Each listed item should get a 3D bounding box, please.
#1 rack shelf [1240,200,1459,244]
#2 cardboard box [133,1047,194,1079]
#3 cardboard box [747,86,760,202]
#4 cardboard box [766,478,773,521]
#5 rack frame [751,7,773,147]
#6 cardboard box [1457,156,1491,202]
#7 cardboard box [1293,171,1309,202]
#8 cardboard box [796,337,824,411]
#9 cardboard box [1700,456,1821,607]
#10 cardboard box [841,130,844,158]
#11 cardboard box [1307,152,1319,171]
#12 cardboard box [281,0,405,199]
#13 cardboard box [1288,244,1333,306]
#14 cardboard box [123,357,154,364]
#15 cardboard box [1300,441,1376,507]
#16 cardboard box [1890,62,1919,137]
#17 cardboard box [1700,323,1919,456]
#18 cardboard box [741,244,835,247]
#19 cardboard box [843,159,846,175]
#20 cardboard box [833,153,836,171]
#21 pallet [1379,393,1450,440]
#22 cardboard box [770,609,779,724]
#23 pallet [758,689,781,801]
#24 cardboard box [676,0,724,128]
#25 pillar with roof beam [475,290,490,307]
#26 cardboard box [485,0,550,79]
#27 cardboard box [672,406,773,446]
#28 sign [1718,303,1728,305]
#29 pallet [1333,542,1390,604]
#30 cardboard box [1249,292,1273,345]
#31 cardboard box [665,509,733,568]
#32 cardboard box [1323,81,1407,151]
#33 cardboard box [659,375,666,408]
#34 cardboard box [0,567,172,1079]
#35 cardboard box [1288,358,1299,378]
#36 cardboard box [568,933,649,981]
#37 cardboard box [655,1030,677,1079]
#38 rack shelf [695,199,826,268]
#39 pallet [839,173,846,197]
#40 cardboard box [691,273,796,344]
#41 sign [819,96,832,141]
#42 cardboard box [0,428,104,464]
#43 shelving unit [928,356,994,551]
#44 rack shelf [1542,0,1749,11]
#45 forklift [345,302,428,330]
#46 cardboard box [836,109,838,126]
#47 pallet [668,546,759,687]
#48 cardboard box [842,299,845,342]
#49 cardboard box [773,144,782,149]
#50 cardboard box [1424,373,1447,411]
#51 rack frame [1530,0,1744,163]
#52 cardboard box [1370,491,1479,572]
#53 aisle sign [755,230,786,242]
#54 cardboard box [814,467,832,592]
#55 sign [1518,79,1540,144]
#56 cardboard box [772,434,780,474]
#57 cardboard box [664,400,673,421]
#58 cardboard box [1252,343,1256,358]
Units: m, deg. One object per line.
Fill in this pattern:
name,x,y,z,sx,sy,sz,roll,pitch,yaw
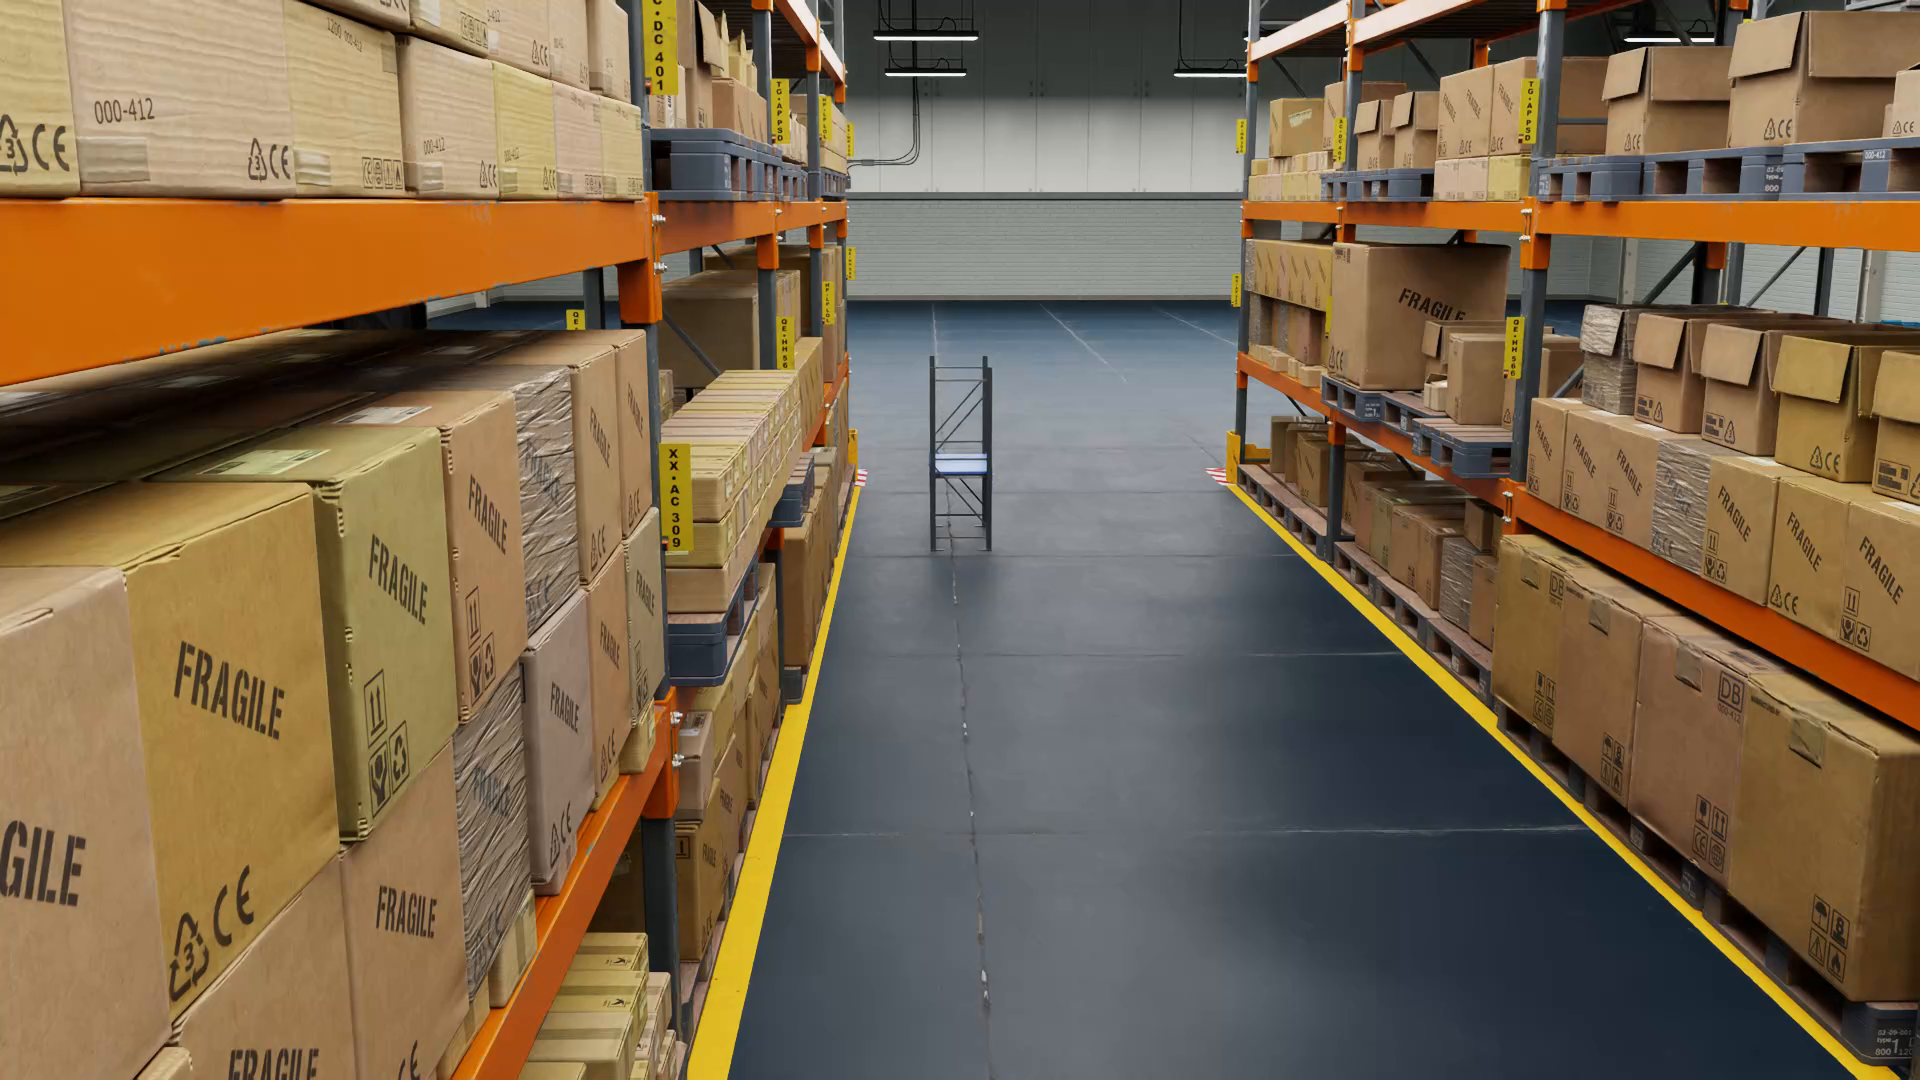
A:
rack shelf,3.361,-2.805,14.605,1.077,0.370,4.000,0,11,-1
cardboard box,-1.043,0.811,1.518,0.500,0.500,0.500,0,11,2
cardboard box,-1.187,-1.802,7.599,0.500,0.500,0.500,0,11,-1
cardboard box,-0.976,-0.172,6.937,0.380,0.149,0.250,-1,11,-4
rack frame,-1.476,-3.434,8.355,1.000,3.000,0.127,0,11,-1
cardboard box,3.207,-2.083,9.616,0.500,0.250,0.500,0,11,-1
cardboard box,3.116,-2.981,14.041,0.500,0.250,0.500,0,11,-2
cardboard box,-1.280,-1.236,12.355,0.500,0.500,0.500,0,11,-1
cardboard box,3.264,-0.043,6.473,0.500,0.500,0.500,0,11,-2
cardboard box,-1.342,-3.686,15.461,0.500,0.250,0.500,0,11,-1
cardboard box,3.070,-3.103,13.639,0.380,0.149,0.250,-1,11,-3
cardboard box,-1.094,-0.598,2.295,0.500,0.250,0.500,-1,11,-3
cardboard box,3.097,-2.262,14.148,0.500,0.500,0.500,0,11,-1
cardboard box,-6.266,-1.559,12.142,0.500,0.500,0.500,0,11,-2
cardboard box,3.324,-0.587,14.639,0.500,0.500,0.500,-1,12,-6
cardboard box,3.635,-1.550,5.779,0.500,0.311,0.500,-1,11,-3
cardboard box,3.515,-0.627,6.831,0.797,0.503,0.637,0,11,1
cardboard box,-1.672,-2.613,16.303,0.875,0.550,0.550,0,11,-1
cardboard box,-1.291,-3.571,15.899,0.380,0.149,0.250,0,11,-1
cardboard box,-1.254,-3.218,14.157,0.380,0.149,0.250,0,11,-1
pallet,3.403,-0.794,10.910,1.003,0.211,1.213,0,11,-1
cardboard box,-1.201,0.655,8.518,0.500,0.500,0.500,0,11,-1
pallet,-1.461,1.028,8.463,1.003,0.211,1.213,0,11,-1
cardboard box,-1.294,-1.733,6.198,0.797,0.503,0.637,0,11,-2
pillar with roof beam,-8.753,-10.802,44.671,9.100,9.000,0.548,0,11,-1
cardboard box,-1.115,-1.043,3.231,0.500,0.250,0.500,0,11,1
cardboard box,-0.978,-0.464,6.882,0.380,0.149,0.250,0,11,1
sign,7.722,-2.239,16.857,0.100,0.325,0.005,0,11,-1
pallet,3.420,0.232,12.386,1.003,0.211,1.213,0,11,-1
cardboard box,3.304,-2.170,16.212,0.875,0.500,0.500,0,11,-1
cardboard box,-0.941,-0.008,5.381,0.380,0.149,0.250,0,11,0
cardboard box,3.138,-3.288,12.920,0.500,0.500,0.500,-1,11,-3
cardboard box,-1.652,-0.722,8.155,0.380,0.149,0.250,-1,11,-3
cardboard box,-1.054,0.321,1.419,0.500,0.500,0.500,0,11,-2
cardboard box,3.088,-1.506,14.572,0.380,0.149,0.250,0,11,-1
cardboard box,-1.125,1.270,4.871,0.380,0.149,0.250,0,11,0
cardboard box,-1.044,1.569,4.896,0.380,0.149,0.250,0,11,0
rack shelf,-1.517,-2.009,10.684,1.077,0.370,4.000,0,11,-1
pallet,-1.615,-3.364,15.774,1.003,0.211,1.213,0,11,-1
cardboard box,-1.530,-1.628,11.771,0.700,0.500,0.500,0,11,-2
sign,-1.016,-3.171,12.510,0.100,0.325,0.005,0,11,-1
cardboard box,-1.599,0.117,2.423,0.500,0.500,0.500,0,11,2
shelving unit,-0.002,-0.752,13.994,0.538,1.500,1.048,0,11,-1
rack shelf,3.527,-2.489,6.508,1.077,0.370,4.000,0,11,-1
forklift,-4.255,-0.856,10.905,3.031,2.935,1.130,-2,12,-8
cardboard box,-1.263,-3.708,14.568,0.380,0.149,0.250,0,11,-1
pallet,-1.263,0.242,5.803,1.003,0.211,1.213,0,11,-1
cardboard box,-1.588,-2.084,16.412,0.875,0.550,0.550,0,11,-1
cardboard box,-1.271,-2.320,9.324,0.500,0.311,0.500,0,11,-1
cardboard box,3.181,-0.965,10.553,0.396,0.266,0.258,-1,11,-3
rack frame,3.485,-3.435,8.356,1.000,3.000,0.127,0,11,-1
cardboard box,3.385,-0.063,12.007,0.700,0.500,0.500,0,11,-2
aisle sign,-1.942,-3.371,16.595,0.394,0.787,0.004,0,11,-1
cardboard box,-1.439,-0.078,11.501,1.050,0.750,0.750,0,11,-1
sign,2.943,-2.216,8.594,0.100,0.325,0.005,0,11,-1
cardboard box,-0.981,-0.370,7.166,0.380,0.149,0.250,0,11,0
cardboard box,-1.666,-0.626,8.427,0.380,0.149,0.250,0,11,1
cardboard box,3.074,-1.854,16.287,0.380,0.149,0.250,0,11,-1
